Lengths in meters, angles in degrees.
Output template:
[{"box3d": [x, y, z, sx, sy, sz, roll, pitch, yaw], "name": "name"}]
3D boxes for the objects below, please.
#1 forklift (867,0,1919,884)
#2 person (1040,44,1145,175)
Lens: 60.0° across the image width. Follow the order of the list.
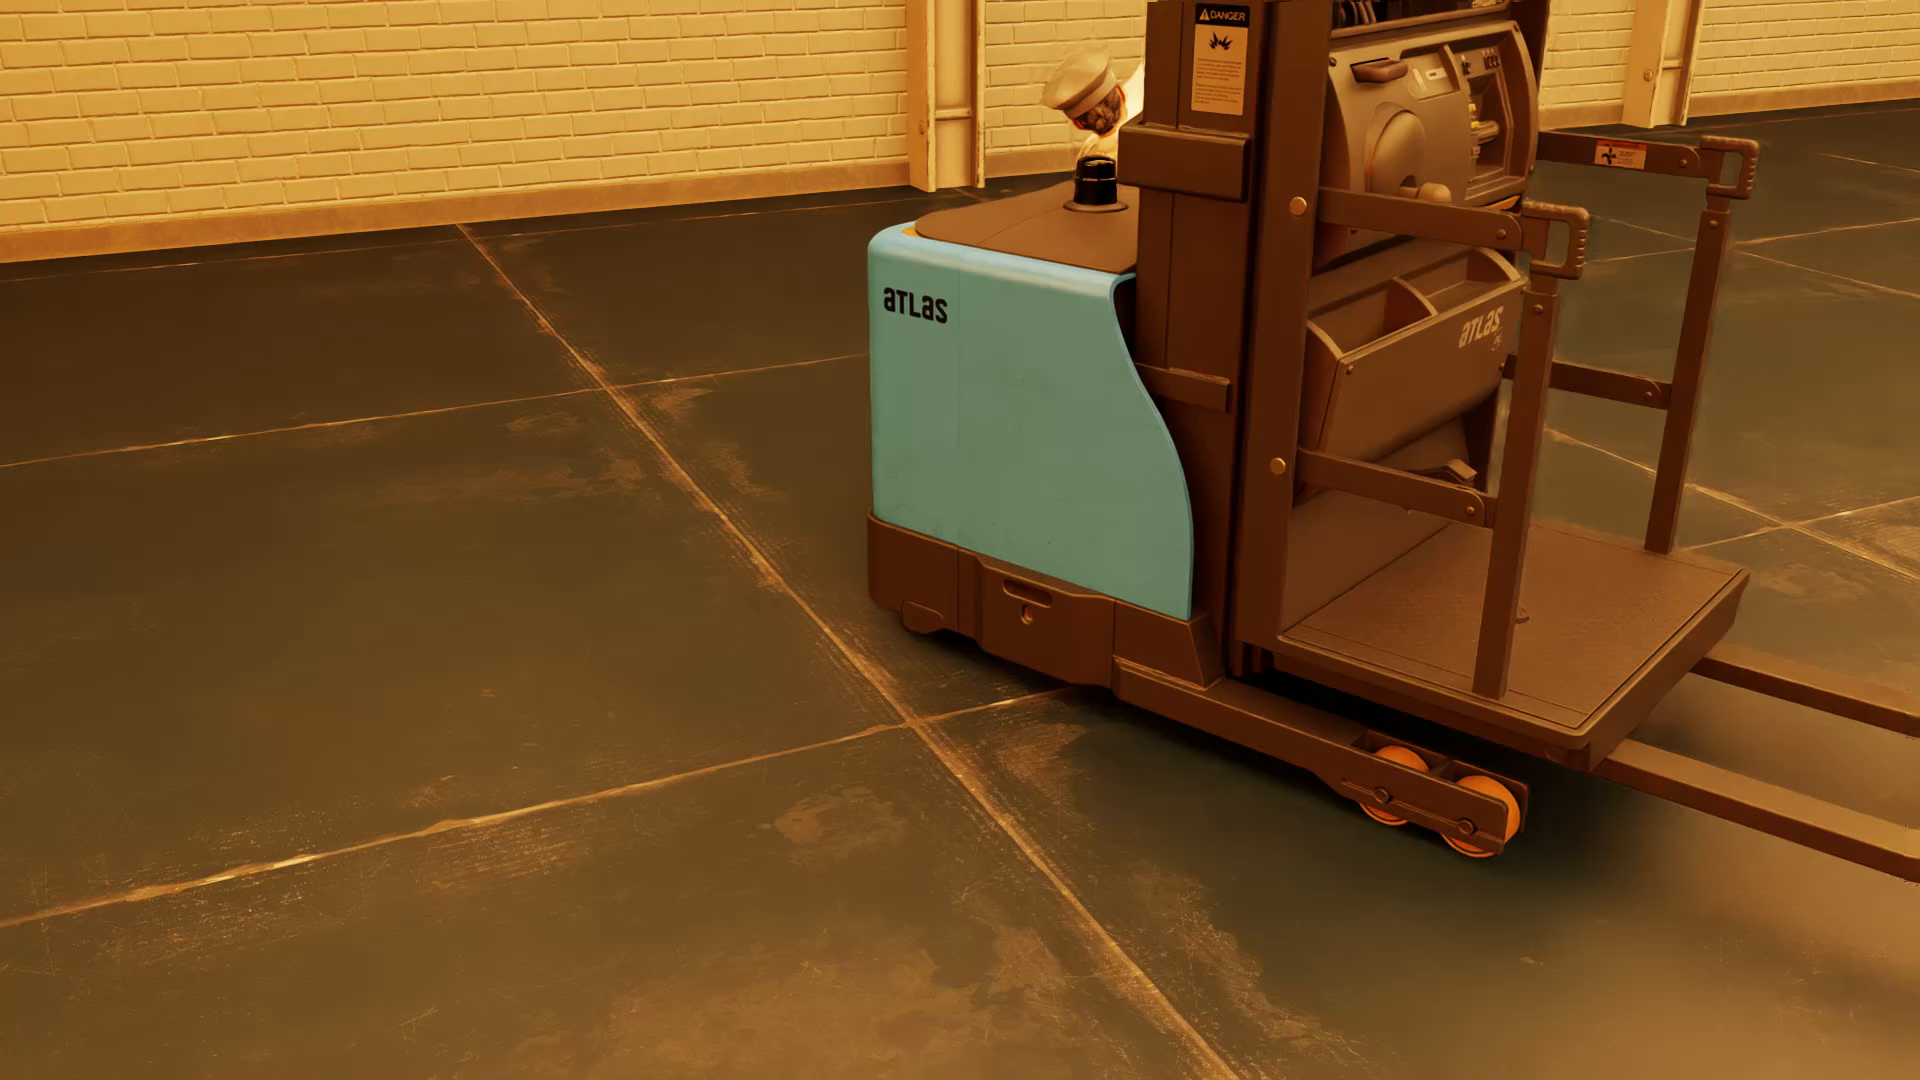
[{"box3d": [1.200, -0.915, 3.489, 3.031, 2.935, 1.130, 18, 29, 37], "name": "forklift"}, {"box3d": [0.718, -0.788, 4.975, 0.708, 1.501, 0.979, -20, 30, -40], "name": "person"}]
